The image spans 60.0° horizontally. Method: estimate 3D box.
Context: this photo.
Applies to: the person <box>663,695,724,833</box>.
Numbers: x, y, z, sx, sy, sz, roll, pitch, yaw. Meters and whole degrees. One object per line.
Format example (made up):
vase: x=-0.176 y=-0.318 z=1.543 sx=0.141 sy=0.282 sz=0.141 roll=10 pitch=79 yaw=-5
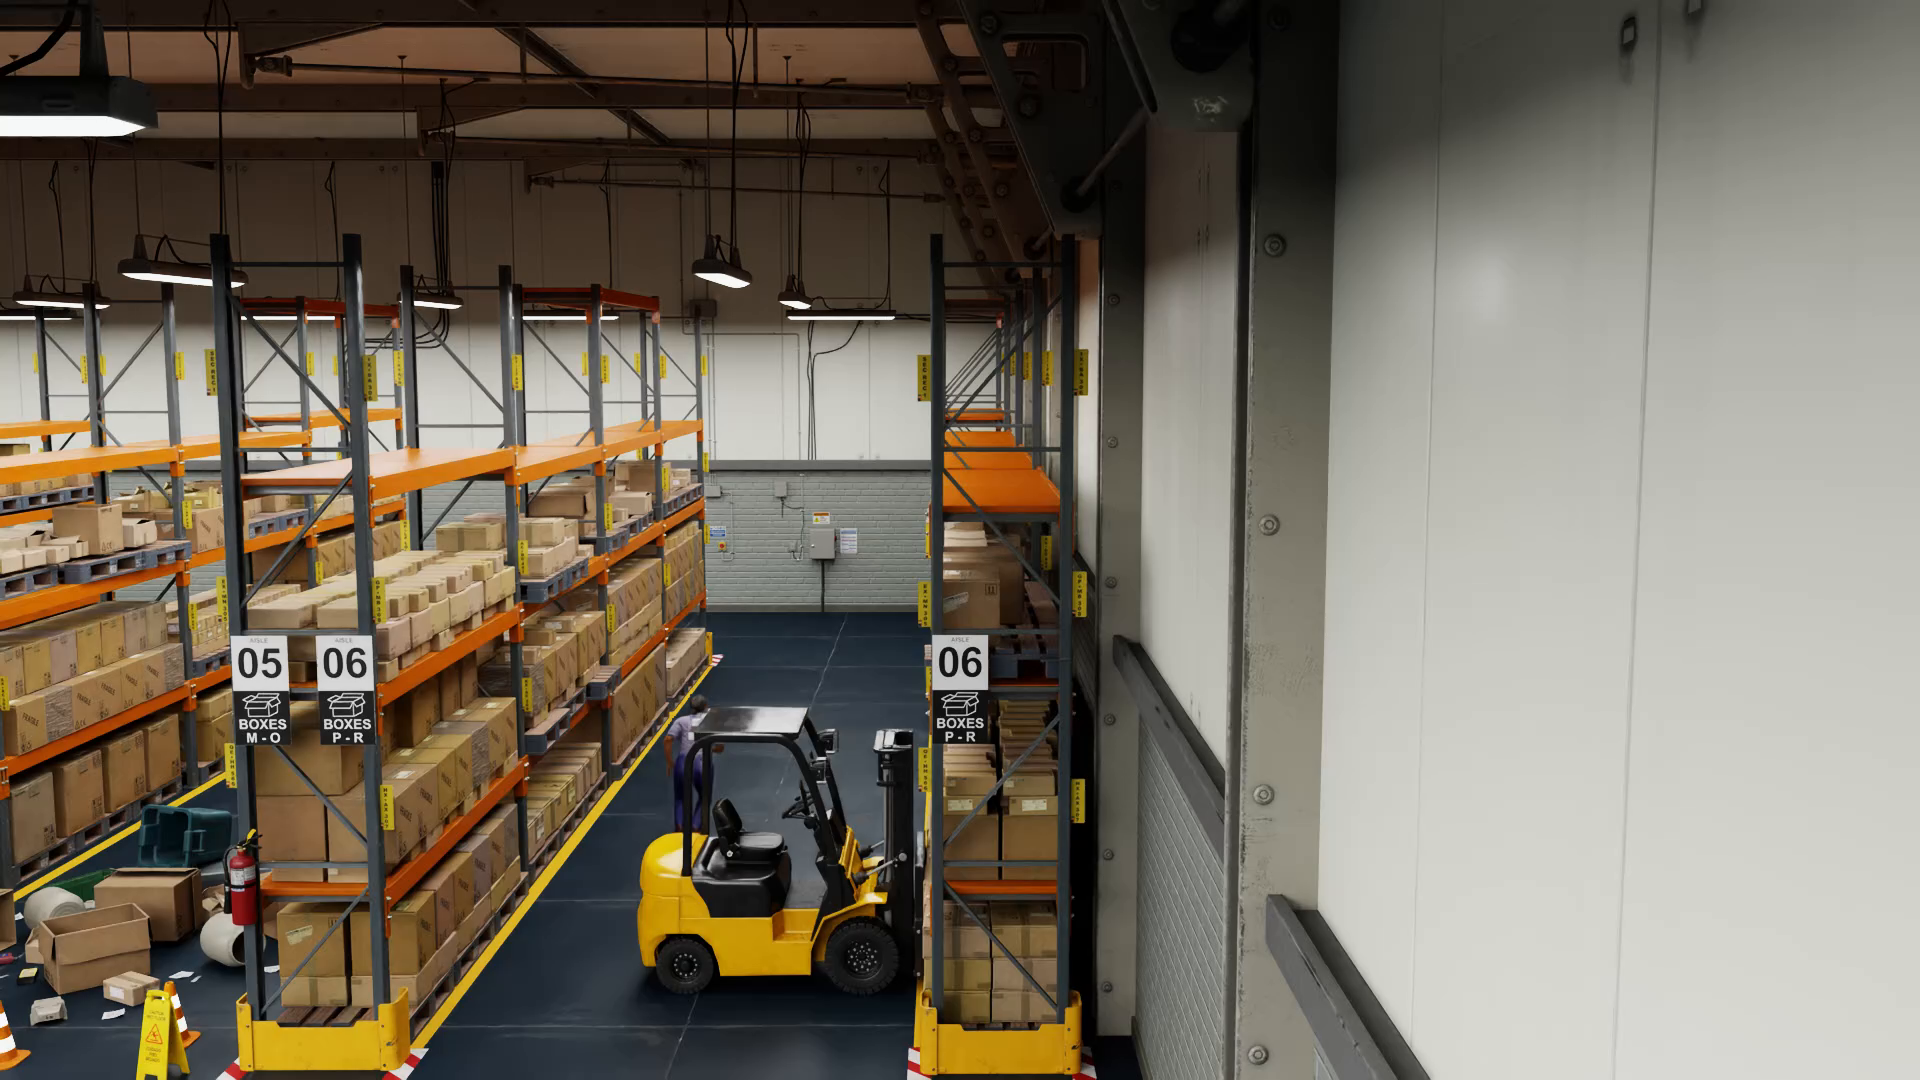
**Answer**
person: x=-2.747 y=2.358 z=17.225 sx=0.614 sy=1.508 sz=0.717 roll=0 pitch=6 yaw=1
